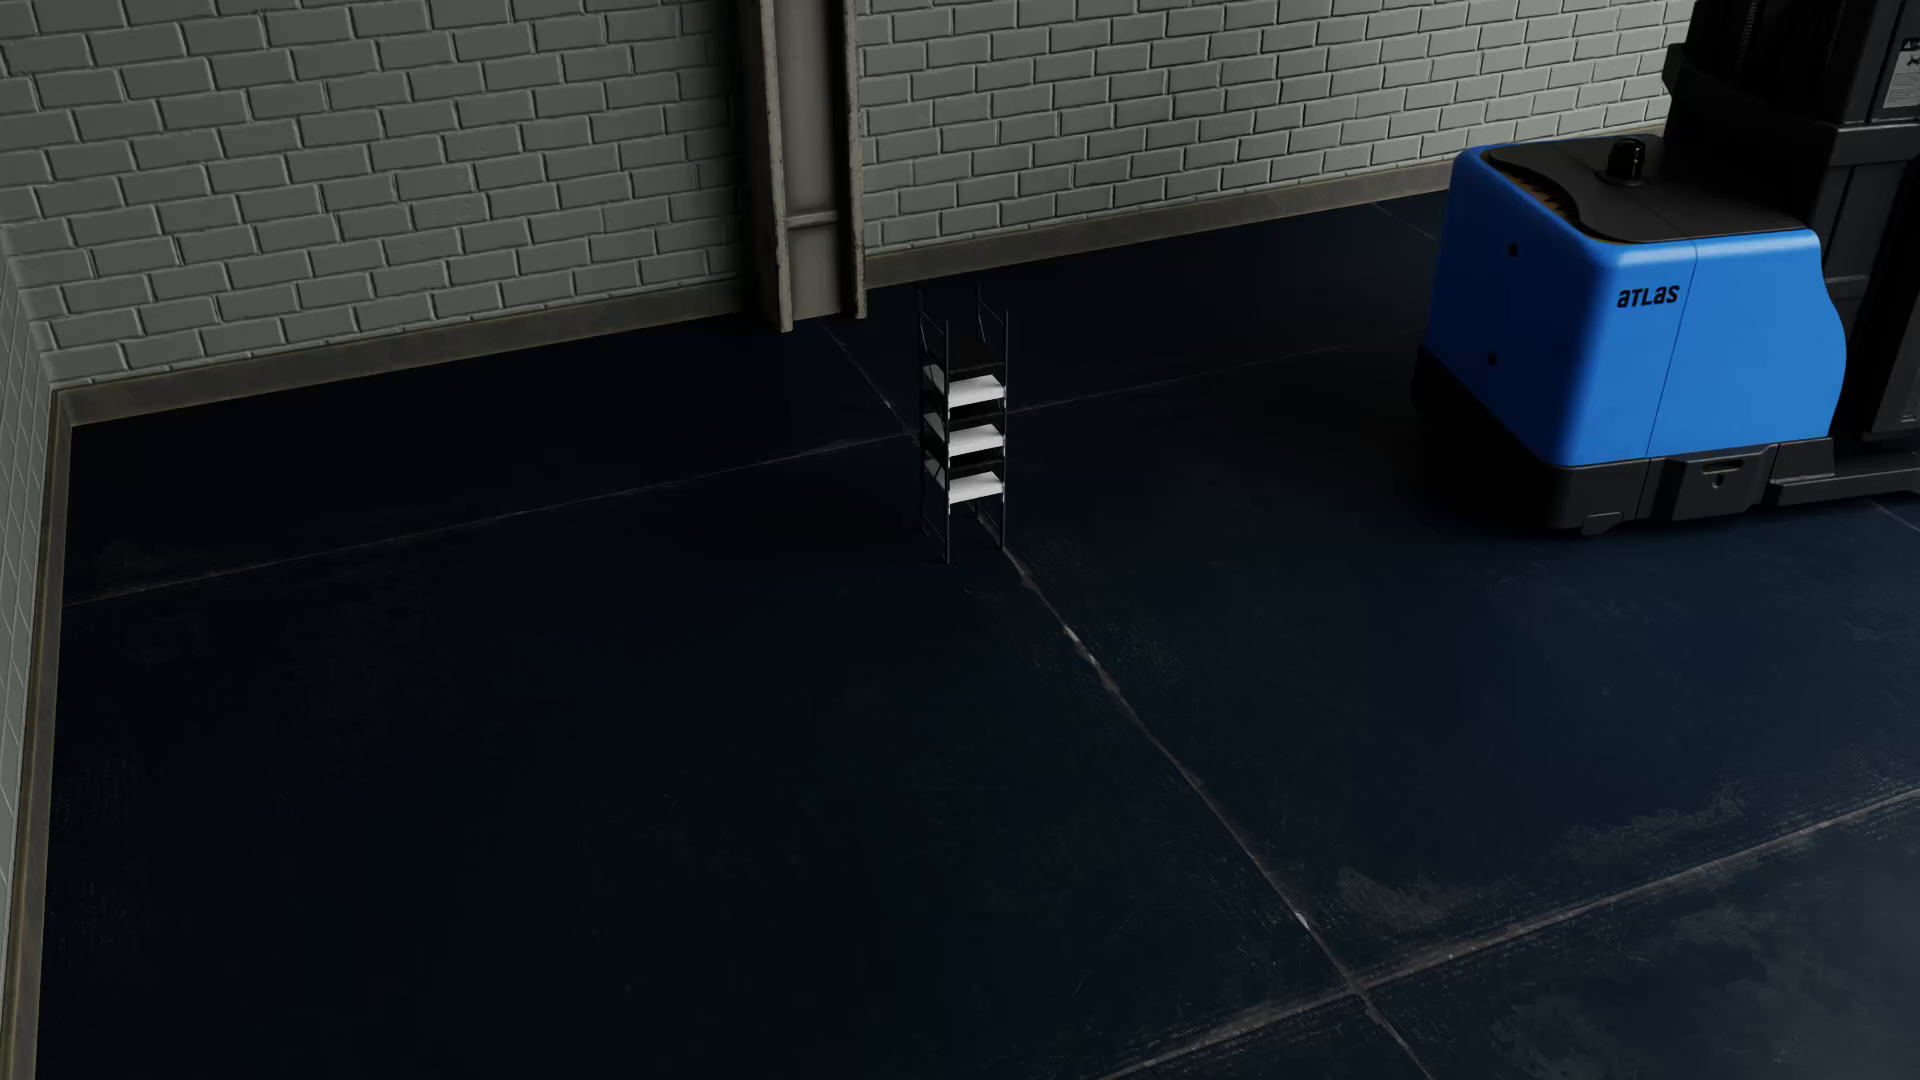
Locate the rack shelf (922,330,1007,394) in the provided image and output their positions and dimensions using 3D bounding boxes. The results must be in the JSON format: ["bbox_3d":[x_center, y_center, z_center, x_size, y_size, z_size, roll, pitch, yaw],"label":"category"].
[{"bbox_3d":[0.007,-0.577,5.378,0.200,0.077,0.258,-13,35,-19],"label":"rack shelf"}]

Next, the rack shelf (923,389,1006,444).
[{"bbox_3d":[0.007,-0.426,5.476,0.200,0.077,0.258,-13,35,-19],"label":"rack shelf"}]

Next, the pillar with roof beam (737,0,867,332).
[{"bbox_3d":[1.021,-2.613,1.515,0.400,9.000,9.100,-13,35,-19],"label":"pillar with roof beam"}]

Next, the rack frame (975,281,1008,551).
[{"bbox_3d":[0.101,-0.400,5.540,0.006,0.900,0.240,-13,35,-19],"label":"rack frame"}]

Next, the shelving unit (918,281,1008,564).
[{"bbox_3d":[0.007,-0.379,5.507,0.210,0.900,0.258,-13,35,-19],"label":"shelving unit"}]

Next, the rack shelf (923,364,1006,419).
[{"bbox_3d":[0.007,-0.502,5.427,0.200,0.077,0.258,-13,35,-19],"label":"rack shelf"}]

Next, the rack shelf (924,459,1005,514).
[{"bbox_3d":[0.007,-0.200,5.624,0.200,0.077,0.258,-13,35,-19],"label":"rack shelf"}]

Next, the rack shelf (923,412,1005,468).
[{"bbox_3d":[0.007,-0.351,5.525,0.200,0.077,0.258,-13,35,-19],"label":"rack shelf"}]

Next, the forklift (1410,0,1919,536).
[{"bbox_3d":[3.317,-1.648,5.595,3.031,2.935,1.130,-7,34,-10],"label":"forklift"}]

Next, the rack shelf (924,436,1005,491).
[{"bbox_3d":[0.007,-0.276,5.574,0.200,0.077,0.258,-13,35,-19],"label":"rack shelf"}]

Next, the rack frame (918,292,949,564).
[{"bbox_3d":[-0.086,-0.357,5.474,0.006,0.900,0.240,-13,35,-19],"label":"rack frame"}]
